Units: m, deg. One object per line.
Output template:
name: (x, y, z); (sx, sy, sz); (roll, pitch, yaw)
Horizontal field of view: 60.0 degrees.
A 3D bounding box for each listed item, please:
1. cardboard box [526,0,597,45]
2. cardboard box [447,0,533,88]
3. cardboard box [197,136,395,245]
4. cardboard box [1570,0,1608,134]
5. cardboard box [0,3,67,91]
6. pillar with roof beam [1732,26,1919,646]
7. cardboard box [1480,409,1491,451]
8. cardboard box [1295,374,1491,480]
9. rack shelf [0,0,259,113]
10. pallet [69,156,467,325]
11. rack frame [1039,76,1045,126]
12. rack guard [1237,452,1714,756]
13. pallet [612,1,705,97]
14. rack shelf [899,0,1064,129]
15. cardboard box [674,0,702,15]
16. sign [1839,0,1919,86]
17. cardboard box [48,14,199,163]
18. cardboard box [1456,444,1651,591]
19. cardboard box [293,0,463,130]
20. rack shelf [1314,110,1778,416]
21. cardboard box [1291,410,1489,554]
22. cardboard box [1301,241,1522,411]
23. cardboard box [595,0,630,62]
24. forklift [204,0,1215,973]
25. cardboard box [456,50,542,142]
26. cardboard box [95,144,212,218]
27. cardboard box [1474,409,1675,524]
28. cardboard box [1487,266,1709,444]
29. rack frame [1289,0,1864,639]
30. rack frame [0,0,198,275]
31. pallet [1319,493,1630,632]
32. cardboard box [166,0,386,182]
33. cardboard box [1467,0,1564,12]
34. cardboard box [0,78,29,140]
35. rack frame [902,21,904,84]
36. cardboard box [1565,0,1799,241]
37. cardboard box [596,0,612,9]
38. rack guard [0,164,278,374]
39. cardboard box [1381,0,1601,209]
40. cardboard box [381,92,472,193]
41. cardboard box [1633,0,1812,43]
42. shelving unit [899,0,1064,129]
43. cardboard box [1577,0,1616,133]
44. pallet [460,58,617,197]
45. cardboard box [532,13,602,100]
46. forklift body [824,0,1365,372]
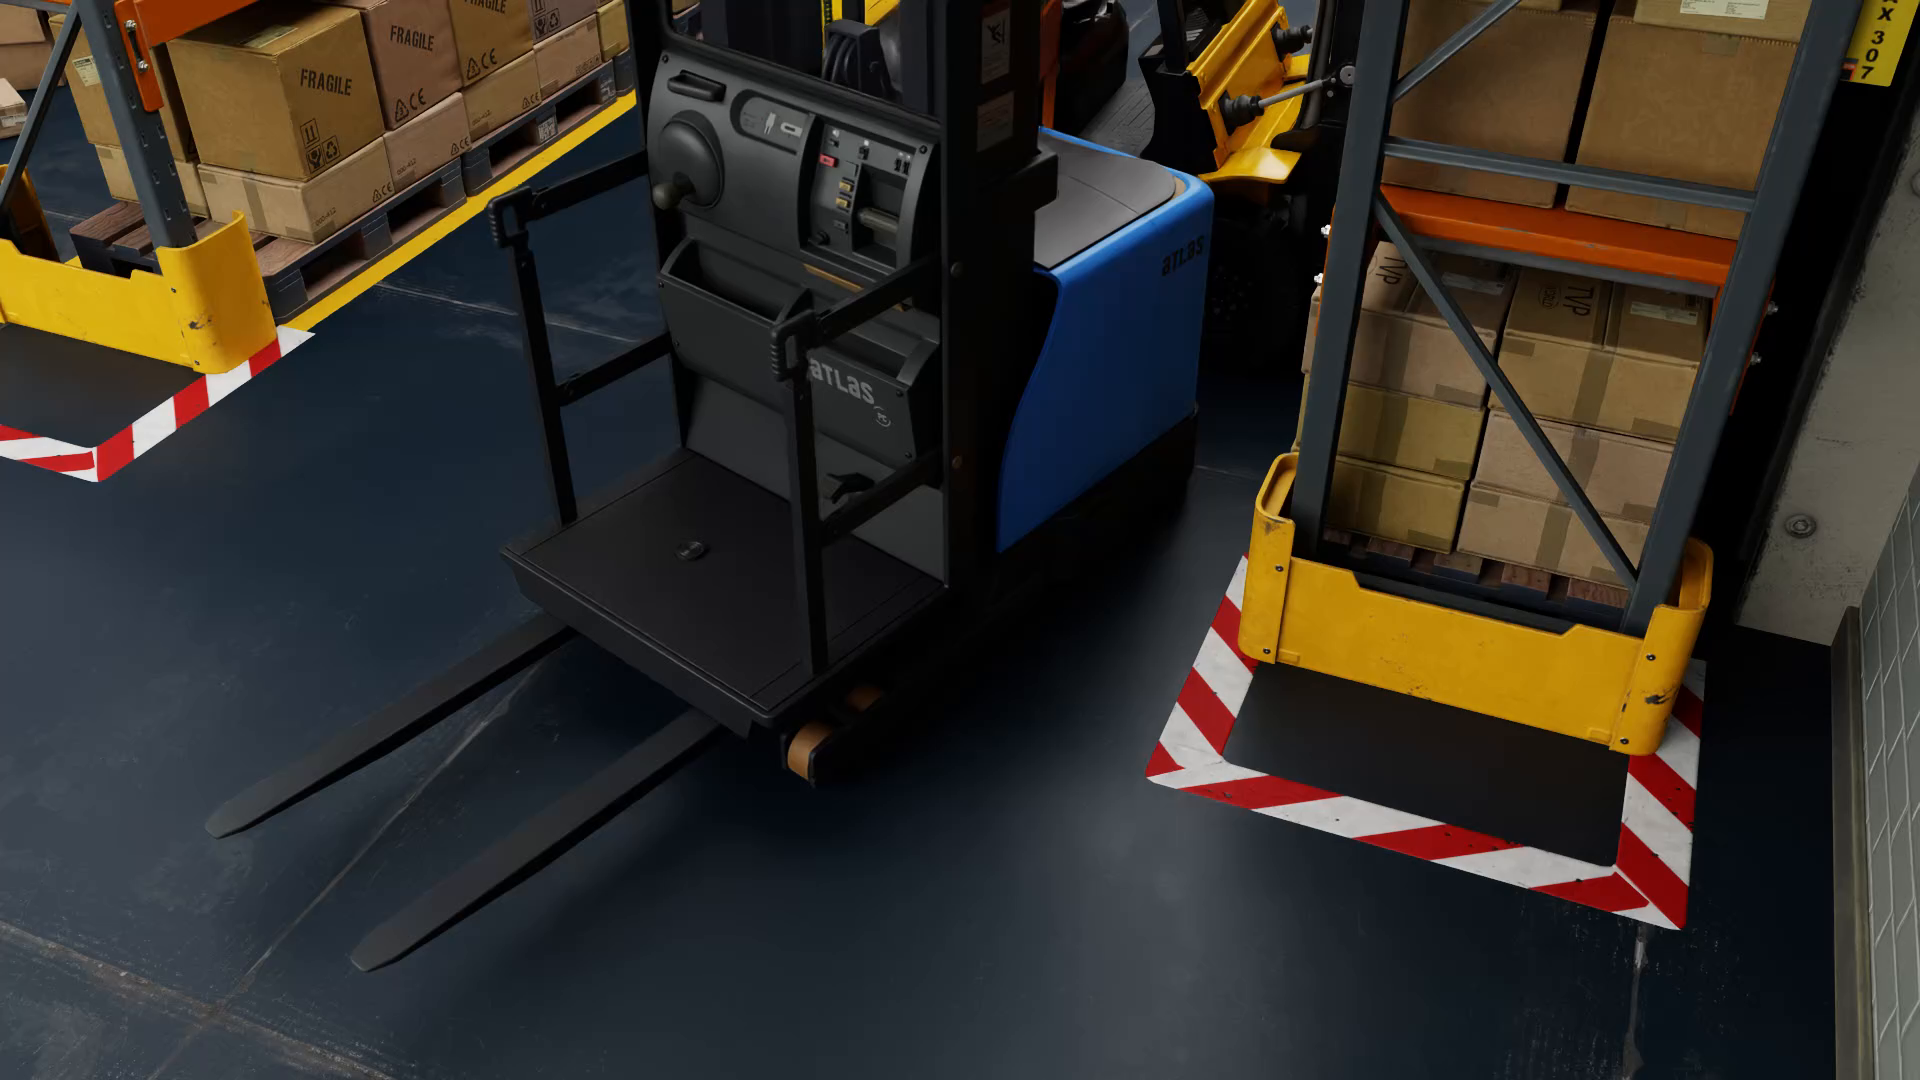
cardboard box: (-2.028, -2.607, 7.552); (0.500, 0.500, 0.500); (16, 40, 20)
cardboard box: (-2.224, -2.309, 7.153); (0.500, 0.500, 0.500); (15, 39, 19)
cardboard box: (-2.626, -1.429, 6.602); (0.500, 0.250, 0.500); (14, 39, 17)
cardboard box: (1.554, -1.507, 4.678); (0.500, 0.500, 0.500); (15, 39, 19)
cardboard box: (-4.861, -2.528, 8.211); (0.797, 0.503, 0.637); (-11, 38, -14)
pillar with roof beam: (-1.479, -4.414, 3.638); (9.100, 9.000, 0.400); (14, 39, 18)
cardboard box: (1.488, -0.522, 5.389); (0.500, 0.250, 0.500); (14, 39, 18)
cardboard box: (1.300, -0.458, 4.885); (0.500, 0.250, 0.500); (13, 39, 17)
rack shelf: (-2.427, -2.798, 7.088); (1.077, 0.370, 4.000); (14, 39, 18)
pallet: (-2.817, -1.345, 6.874); (1.003, 0.211, 1.213); (14, 39, 18)
rack frame: (0.137, -1.693, 5.675); (0.400, 2.100, 0.015); (11, 38, 11)
rack guard: (1.394, 0.165, 4.612); (1.175, 0.500, 0.348); (14, 39, 18)
pallet: (-1.889, -2.696, 8.681); (1.003, 0.211, 1.213); (14, 39, 18)
rack shelf: (0.072, -1.540, 5.495); (0.431, 0.518, 0.480); (11, 38, 11)
cardboard box: (-1.643, -2.871, 8.532); (0.500, 0.250, 0.500); (16, 40, 20)
sign: (1.915, -1.098, 3.425); (0.100, 0.325, 0.005); (14, 39, 18)
cardboard box: (-3.125, -1.849, 6.537); (0.500, 0.500, 0.500); (14, 39, 18)
cardboard box: (1.771, -0.144, 4.883); (0.500, 0.250, 0.500); (14, 39, 18)
cardboard box: (-2.422, -2.033, 6.784); (0.500, 0.500, 0.500); (12, 39, 16)
rack shelf: (2.165, -1.669, 5.578); (1.077, 0.370, 4.000); (14, 39, 18)
cardboard box: (1.290, -0.249, 5.023); (0.500, 0.250, 0.500); (14, 39, 18)
cardboard box: (1.290, -0.643, 4.716); (0.500, 0.250, 0.500); (15, 39, 19)
cardboard box: (-1.836, -2.574, 8.134); (0.500, 0.250, 0.500); (13, 39, 17)
forklift: (-0.572, -0.875, 3.972); (1.130, 2.935, 3.031); (27, 44, 31)
cardboard box: (-2.228, -2.015, 7.386); (0.500, 0.250, 0.500); (16, 40, 21)
cardboard box: (-3.120, -1.567, 6.787); (0.500, 0.250, 0.500); (14, 39, 18)
cardboard box: (1.775, -0.330, 4.714); (0.500, 0.250, 0.500); (15, 39, 19)
cardboard box: (1.761, -0.540, 4.578); (0.500, 0.250, 0.500); (13, 39, 17)
rack frame: (1.404, -0.850, 3.881); (1.000, 3.000, 0.127); (14, 39, 18)
rack frame: (-3.188, -1.978, 5.391); (1.000, 3.000, 0.127); (14, 39, 18)
pallet: (1.656, -0.166, 5.295); (1.003, 0.211, 1.213); (14, 39, 18)
cardboard box: (-2.617, -1.743, 6.395); (0.500, 0.500, 0.500); (13, 39, 16)
cardboard box: (1.276, -1.405, 3.999); (0.380, 0.149, 0.250); (14, 39, 18)
cardboard box: (-4.558, -2.022, 7.831); (0.250, 0.149, 0.380); (-25, 43, -29)
rack frame: (0.007, -1.409, 5.299); (0.400, 2.100, 0.015); (11, 38, 11)
cardboard box: (1.849, -1.101, 4.134); (0.500, 0.500, 0.500); (15, 39, 19)
cardboard box: (-1.835, -2.890, 7.930); (0.500, 0.500, 0.500); (15, 39, 19)
rack guard: (-3.159, -1.019, 6.196); (1.175, 0.500, 0.348); (14, 39, 18)
cardboard box: (1.348, -1.222, 4.296); (0.500, 0.500, 0.500); (13, 39, 17)
cardboard box: (-2.424, -1.710, 6.978); (0.500, 0.250, 0.500); (15, 39, 19)
cardboard box: (1.773, -1.278, 3.829); (0.380, 0.149, 0.250); (13, 39, 17)
shelving unit: (0.072, -1.551, 5.487); (0.431, 2.100, 0.503); (11, 38, 11)
cardboard box: (2.027, -1.394, 4.526); (0.500, 0.500, 0.500); (15, 39, 19)
pallet: (-2.352, -2.018, 7.774); (1.003, 0.211, 1.213); (14, 39, 18)
cardboard box: (-2.034, -2.294, 7.759); (0.500, 0.250, 0.500); (14, 39, 18)
forklift body: (0.438, -1.975, 6.096); (2.313, 2.155, 1.214); (14, 39, 18)
